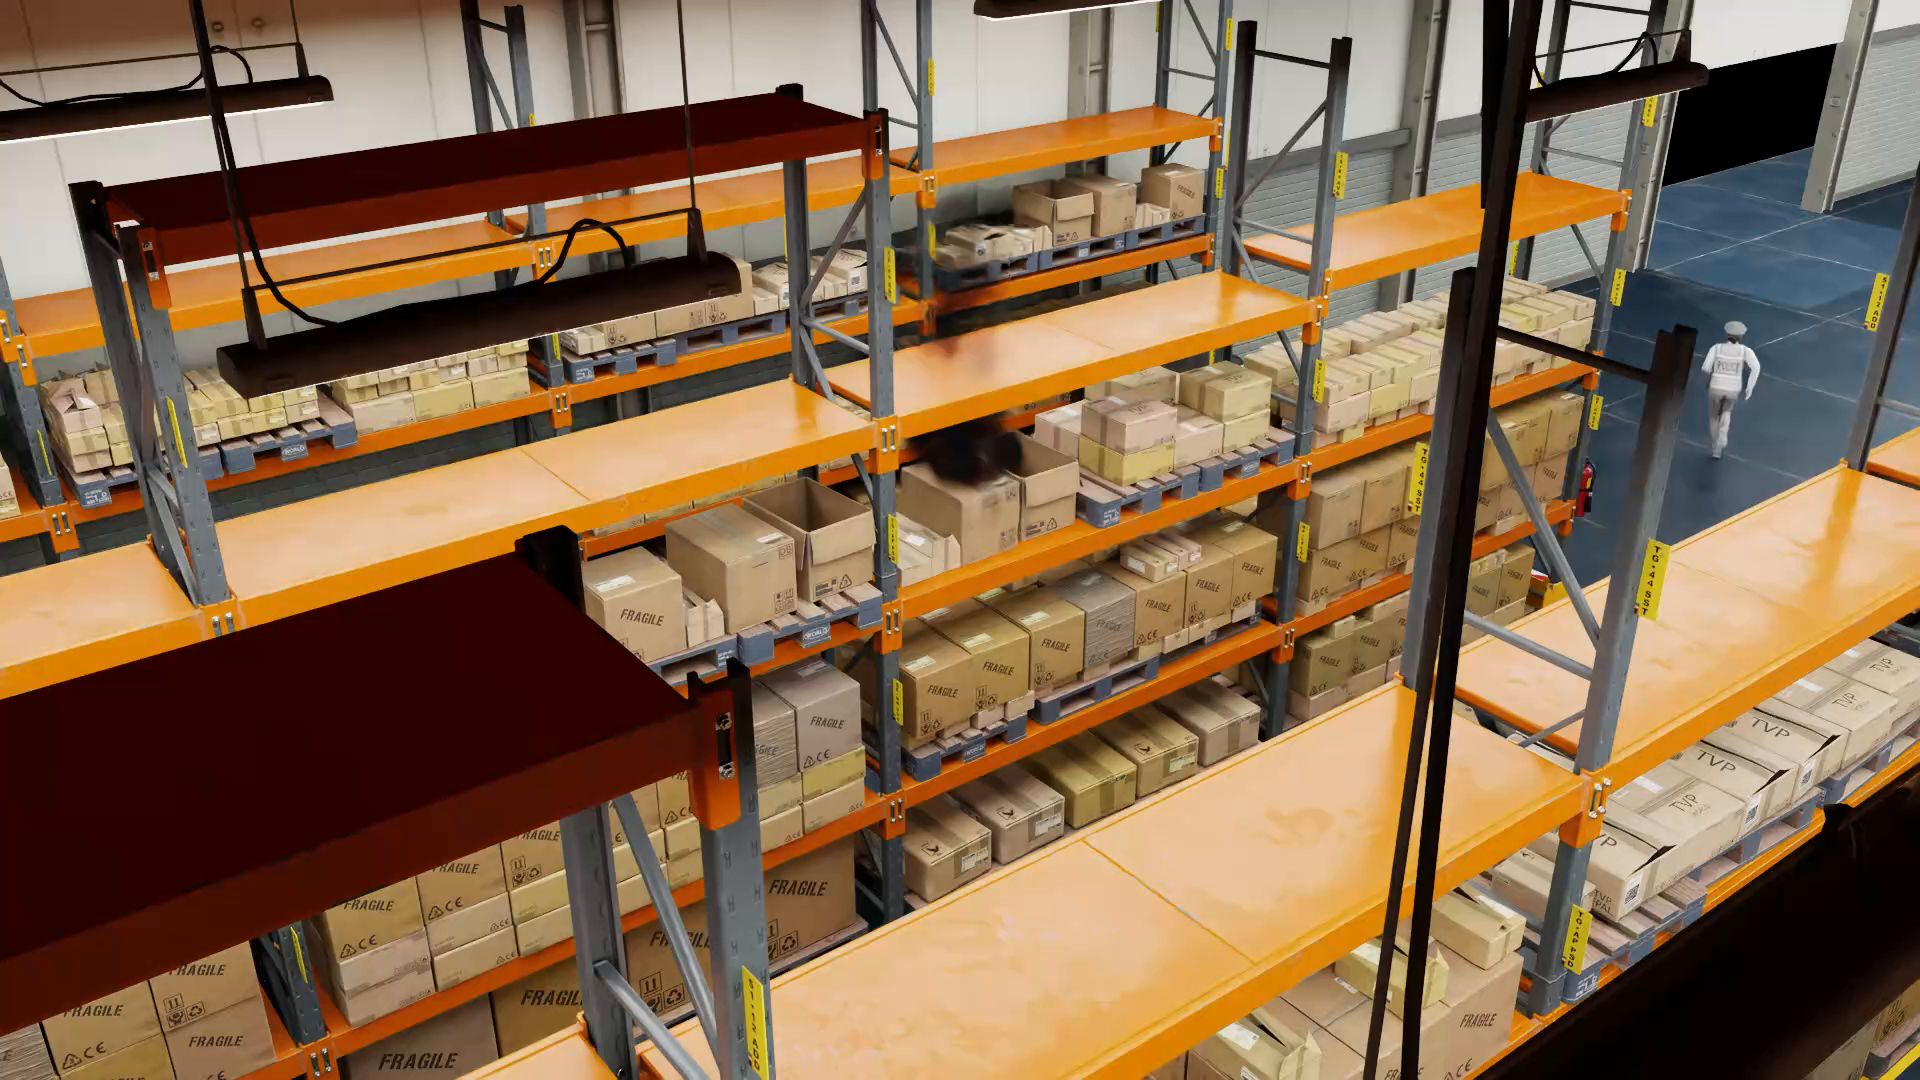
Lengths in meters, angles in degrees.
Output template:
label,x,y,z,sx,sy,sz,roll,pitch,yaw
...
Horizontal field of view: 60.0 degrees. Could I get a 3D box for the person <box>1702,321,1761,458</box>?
label,x,y,z,sx,sy,sz,roll,pitch,yaw
person,9.194,-1.796,19.980,0.605,1.616,0.670,7,27,15
